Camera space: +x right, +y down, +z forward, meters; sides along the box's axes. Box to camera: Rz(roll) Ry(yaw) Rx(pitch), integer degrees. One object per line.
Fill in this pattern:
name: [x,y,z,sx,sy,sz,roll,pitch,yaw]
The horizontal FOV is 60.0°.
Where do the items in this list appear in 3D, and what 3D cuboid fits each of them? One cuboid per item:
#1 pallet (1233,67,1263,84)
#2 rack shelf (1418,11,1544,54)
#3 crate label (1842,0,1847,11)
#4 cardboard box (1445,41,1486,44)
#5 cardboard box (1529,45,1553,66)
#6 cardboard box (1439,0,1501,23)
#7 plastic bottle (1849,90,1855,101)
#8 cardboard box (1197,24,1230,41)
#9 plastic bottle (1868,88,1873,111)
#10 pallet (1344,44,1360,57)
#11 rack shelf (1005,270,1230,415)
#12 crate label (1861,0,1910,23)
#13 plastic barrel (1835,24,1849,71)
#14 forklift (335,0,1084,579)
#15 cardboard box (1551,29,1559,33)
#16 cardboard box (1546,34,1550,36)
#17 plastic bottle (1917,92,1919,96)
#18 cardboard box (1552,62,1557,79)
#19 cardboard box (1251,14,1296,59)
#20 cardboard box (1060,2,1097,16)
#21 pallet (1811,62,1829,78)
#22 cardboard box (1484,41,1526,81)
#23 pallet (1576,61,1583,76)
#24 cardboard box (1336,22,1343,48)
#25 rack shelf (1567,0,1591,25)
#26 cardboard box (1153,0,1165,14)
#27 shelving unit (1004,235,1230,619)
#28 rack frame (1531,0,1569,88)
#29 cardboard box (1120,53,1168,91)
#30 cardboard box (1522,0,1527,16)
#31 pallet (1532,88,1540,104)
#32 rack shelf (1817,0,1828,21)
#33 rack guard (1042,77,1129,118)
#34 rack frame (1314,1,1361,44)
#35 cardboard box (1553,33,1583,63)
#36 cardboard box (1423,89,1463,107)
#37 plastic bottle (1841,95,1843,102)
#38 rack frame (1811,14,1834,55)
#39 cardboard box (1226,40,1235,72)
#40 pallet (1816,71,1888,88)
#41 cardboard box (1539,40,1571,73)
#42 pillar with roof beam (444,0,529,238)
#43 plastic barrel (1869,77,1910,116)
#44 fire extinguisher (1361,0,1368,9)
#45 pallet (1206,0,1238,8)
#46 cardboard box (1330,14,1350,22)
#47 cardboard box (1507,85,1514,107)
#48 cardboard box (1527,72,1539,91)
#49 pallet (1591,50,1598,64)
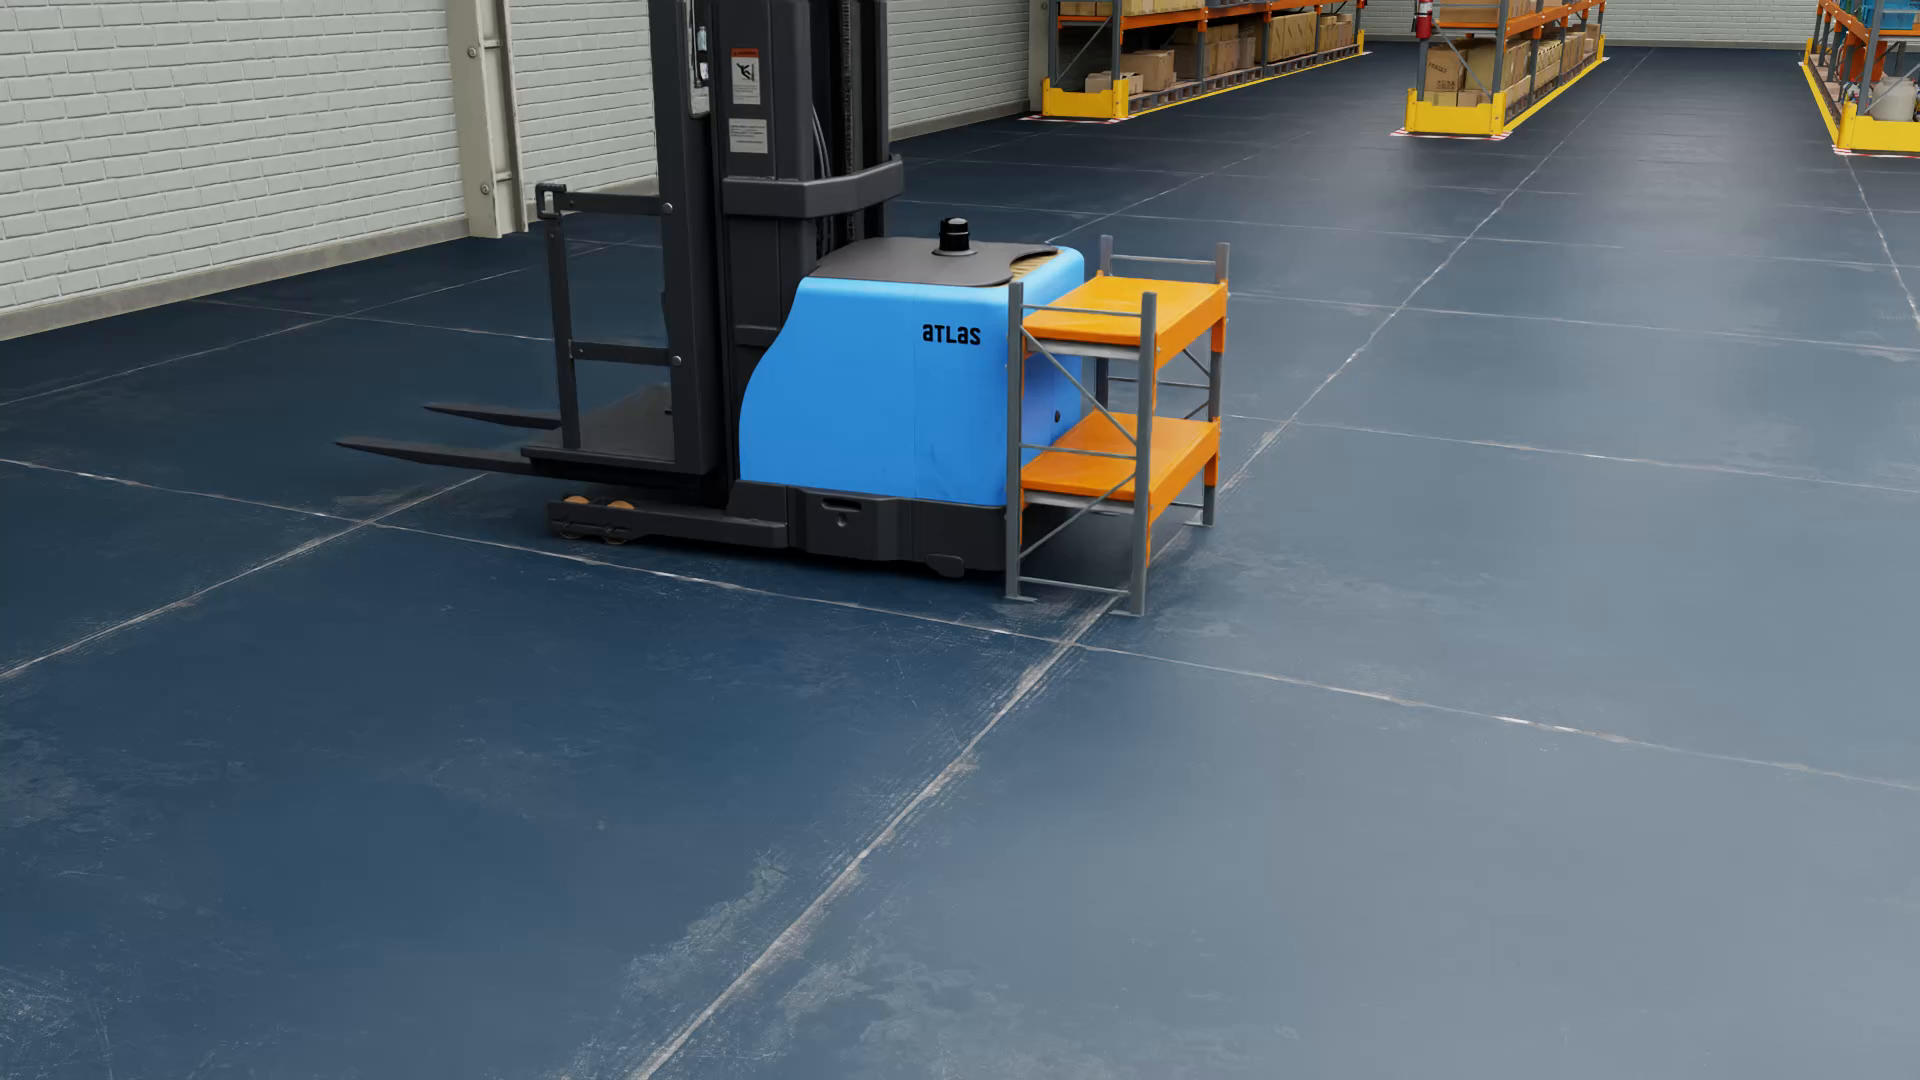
pallet: [4.639,-8.119,28.983,1.003,0.211,1.213,9,21,23]
rack shelf: [7.025,-6.820,22.242,1.077,0.370,4.000,9,21,23]
crate label: [13.345,-8.062,24.609,0.502,0.435,0.616,9,21,23]
cardboard box: [6.959,-6.621,22.968,0.500,0.500,0.500,9,21,23]
cardboard box: [8.868,-7.499,25.718,0.500,0.311,0.500,9,22,24]
cardboard box: [6.408,-6.735,20.782,0.700,0.500,0.500,9,21,23]
plastic bottle: [11.106,-5.454,20.725,0.061,0.283,0.133,9,22,24]
cardboard box: [4.217,-8.504,27.858,0.500,0.250,0.500,8,21,22]
plastic bottle: [11.546,-5.623,21.212,0.152,0.276,0.135,9,21,23]
pallet: [7.981,-10.548,35.813,1.003,0.211,1.213,9,21,23]
rack shelf: [0.587,-0.730,5.968,0.538,0.278,1.000,8,21,21]
crate label: [11.230,-6.483,20.169,0.502,0.435,0.616,9,21,23]
plastic barrel: [15.109,-8.364,28.015,0.600,0.901,0.708,9,21,23]
forklift: [-1.077,-1.521,6.373,3.031,2.935,1.130,7,21,18]
cardboard box: [11.094,-9.458,31.662,0.500,0.500,0.500,9,21,23]
cardboard box: [10.279,-8.814,29.851,0.500,0.500,0.500,9,21,23]
plastic bottle: [11.931,-5.435,20.690,0.097,0.271,0.097,0,20,0]
cardboard box: [9.281,-7.543,26.679,0.500,0.250,0.500,8,21,22]
cardboard box: [5.746,-9.330,30.809,0.750,0.750,0.750,8,21,22]
cardboard box: [1.699,-7.334,22.809,0.500,0.250,0.500,9,21,23]
pallet: [15.903,-8.451,29.917,1.003,0.211,1.213,9,21,23]
cardboard box: [7.436,-6.549,22.766,0.500,0.500,0.500,9,21,23]
pallet: [10.821,-8.648,30.471,1.003,0.211,1.213,9,21,23]
cardboard box: [7.631,-10.603,34.909,0.700,0.500,0.500,8,21,21]
rack shelf: [10.301,-9.265,29.119,1.077,0.370,4.000,9,21,23]
cardboard box: [2.588,-7.586,23.517,0.500,0.250,0.500,8,21,22]
shelving unit: [0.587,-0.454,6.066,0.538,1.125,1.048,8,21,21]
rack frame: [9.482,-8.993,27.279,1.000,3.000,0.127,9,21,23]
cardboard box: [2.630,-6.846,24.317,0.700,0.500,0.500,7,21,19]
cardboard box: [7.458,-7.519,22.984,0.700,0.500,0.500,8,21,22]
pallet: [8.110,-6.687,24.956,1.003,0.211,1.213,9,21,23]
rack shelf: [16.456,-9.807,30.643,1.077,0.370,4.000,9,21,23]
rack guard: [1.716,-6.071,22.795,1.175,0.500,0.348,9,21,23]
rack frame: [8.237,-12.117,36.064,1.000,3.000,0.127,9,21,23]
cardboard box: [10.969,-8.905,30.106,0.500,0.500,0.500,9,21,23]
cardboard box: [6.156,-5.654,21.368,0.500,0.250,0.500,9,21,23]
plastic bottle: [11.747,-5.879,22.042,0.097,0.201,0.097,0,20,0]
rack frame: [17.275,-10.758,32.241,1.000,3.000,0.127,9,21,23]
cardboard box: [4.219,-8.176,28.057,0.700,0.500,0.500,8,21,22]
pallet: [14.785,-7.617,27.571,1.003,0.211,1.213,9,21,23]
cardboard box: [9.929,-8.122,27.905,0.500,0.500,0.500,10,22,25]
pillar with roof beam: [0.196,-6.126,10.265,9.100,9.000,0.400,9,21,23]
plastic barrel: [11.128,-5.257,19.861,0.421,0.512,0.421,0,20,0]
fire extinguisher: [8.719,-11.888,36.091,0.296,0.674,0.183,9,21,23]
pallet: [3.768,-8.572,26.382,1.003,0.211,1.213,9,21,23]
cardboard box: [8.051,-11.073,35.263,0.380,0.149,0.250,9,22,24]
cardboard box: [7.035,-5.889,22.029,0.500,0.250,0.500,9,21,23]
cardboard box: [8.235,-6.762,24.482,0.500,0.250,0.500,8,21,21]
pallet: [12.401,-9.857,33.872,1.003,0.211,1.213,9,21,23]
